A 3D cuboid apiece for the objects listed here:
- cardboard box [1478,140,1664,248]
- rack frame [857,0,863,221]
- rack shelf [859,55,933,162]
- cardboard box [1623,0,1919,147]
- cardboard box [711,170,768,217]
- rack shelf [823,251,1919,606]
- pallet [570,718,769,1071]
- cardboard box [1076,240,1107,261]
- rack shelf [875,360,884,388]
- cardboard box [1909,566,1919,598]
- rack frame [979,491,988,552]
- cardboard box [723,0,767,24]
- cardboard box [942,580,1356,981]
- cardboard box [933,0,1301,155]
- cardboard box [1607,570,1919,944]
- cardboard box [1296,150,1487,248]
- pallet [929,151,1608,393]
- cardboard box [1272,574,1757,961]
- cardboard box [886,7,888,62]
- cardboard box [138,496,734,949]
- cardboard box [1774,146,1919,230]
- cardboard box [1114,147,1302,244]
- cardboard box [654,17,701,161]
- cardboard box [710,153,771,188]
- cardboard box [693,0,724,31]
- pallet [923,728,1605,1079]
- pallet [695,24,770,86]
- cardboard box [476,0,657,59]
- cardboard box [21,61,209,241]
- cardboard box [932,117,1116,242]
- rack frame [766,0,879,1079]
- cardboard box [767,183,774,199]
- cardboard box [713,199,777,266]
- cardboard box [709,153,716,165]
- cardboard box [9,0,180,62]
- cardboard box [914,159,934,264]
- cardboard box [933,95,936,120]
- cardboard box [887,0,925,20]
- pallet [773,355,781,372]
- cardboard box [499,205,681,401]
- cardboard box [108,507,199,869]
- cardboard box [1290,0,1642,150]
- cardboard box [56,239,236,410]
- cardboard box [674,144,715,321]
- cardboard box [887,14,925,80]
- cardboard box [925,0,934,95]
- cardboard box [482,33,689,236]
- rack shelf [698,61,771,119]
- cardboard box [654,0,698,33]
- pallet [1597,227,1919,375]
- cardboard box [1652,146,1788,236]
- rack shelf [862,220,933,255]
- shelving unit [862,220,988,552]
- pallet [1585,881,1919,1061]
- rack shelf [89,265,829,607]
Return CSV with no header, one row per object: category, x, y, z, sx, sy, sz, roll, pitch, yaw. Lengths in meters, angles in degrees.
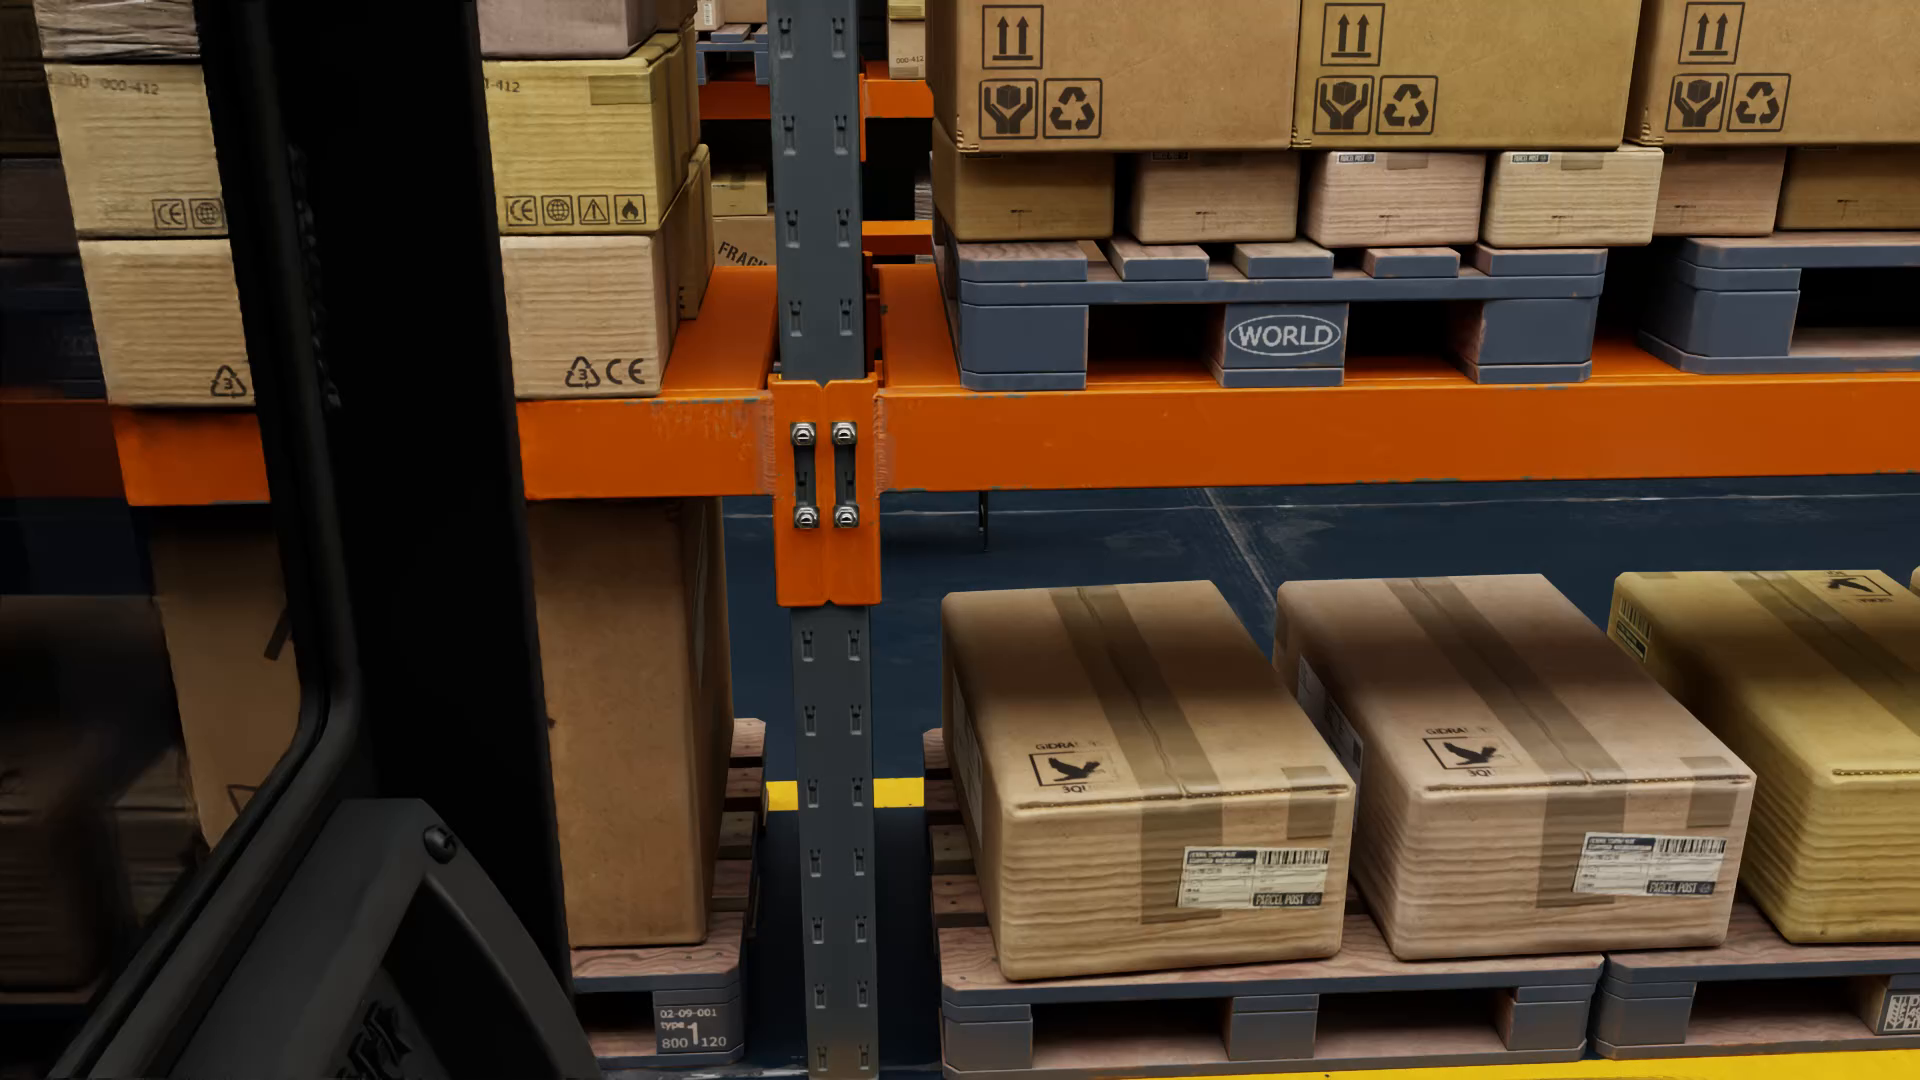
cardboard box,0.932,-0.586,2.707,0.250,0.149,0.380,-1,21,-3
rack frame,-0.525,-2.349,7.574,0.127,3.000,1.000,-1,21,-3
rack shelf,1.471,-2.053,7.809,4.000,0.370,1.077,-1,21,-3
cardboard box,1.274,-0.921,2.674,0.500,0.500,0.500,-1,21,-2
cardboard box,-1.004,-1.580,7.566,0.250,0.149,0.380,-2,21,-6
rack shelf,1.758,-0.290,3.178,4.000,0.370,1.077,-1,21,-3
pallet,-1.030,0.707,3.467,1.213,0.211,1.003,-1,21,-3
cardboard box,0.750,-1.459,7.984,0.625,0.625,0.875,0,21,-1
rack shelf,-0.165,-0.494,5.423,0.480,0.148,0.258,-1,21,-3
cardboard box,2.514,0.392,3.477,0.625,0.372,0.950,0,21,0
rack frame,0.078,-0.562,5.412,0.015,1.200,0.240,-1,21,-3
cardboard box,-1.048,-2.637,7.600,0.500,0.500,0.500,0,21,-1
cardboard box,0.326,0.438,3.357,0.625,0.372,0.950,-3,21,-7
cardboard box,0.224,-0.894,2.605,0.500,0.500,0.500,-2,21,-5
cardboard box,1.820,0.407,3.439,0.625,0.372,0.950,0,21,-1
cardboard box,0.657,-0.588,2.712,0.250,0.149,0.380,-3,21,-7
pallet,0.467,-0.548,3.114,1.003,0.211,1.213,-1,21,-3
cardboard box,1.062,0.421,3.403,0.625,0.372,0.950,-2,21,-4
cardboard box,-0.091,-2.378,7.863,0.500,0.250,0.500,-2,21,-4
cardboard box,-0.933,0.196,3.287,0.875,0.875,0.875,-1,21,-4
cardboard box,1.448,-0.638,2.845,0.250,0.149,0.380,0,21,-1
cardboard box,0.381,-0.599,2.740,0.250,0.149,0.380,-2,21,-6
cardboard box,-0.758,-0.826,3.084,0.500,0.250,0.500,-1,21,-3
cardboard box,-1.064,-1.780,8.092,0.250,0.149,0.380,0,21,0
cardboard box,-1.159,-2.278,7.151,0.250,0.149,0.380,-1,21,-2
pallet,0.542,0.702,3.479,1.213,0.211,1.003,-1,21,-3
pallet,-1.198,-2.220,7.506,1.003,0.211,1.213,-1,21,-3
cardboard box,-0.740,-0.996,2.476,0.500,0.500,0.500,-2,21,-5
cardboard box,-1.219,-0.637,2.587,0.500,0.250,0.500,-2,21,-4
cardboard box,0.097,-0.605,2.757,0.250,0.149,0.380,-2,21,-6
rack frame,-0.238,-0.585,2.943,0.127,3.000,1.000,-1,21,-3
cardboard box,-0.962,-1.468,8.183,0.500,0.500,0.500,0,21,-1
cardboard box,-0.935,-1.292,7.721,0.500,0.500,0.500,-1,21,-1
cardboard box,-1.331,-1.784,8.102,0.250,0.149,0.380,-1,21,-1
cardboard box,-1.251,-0.983,2.440,0.500,0.500,0.500,-1,21,-2
cardboard box,0.098,-1.443,7.942,0.625,0.625,0.875,-1,21,-1
cardboard box,0.075,-0.755,3.150,0.250,0.149,0.380,0,21,-1
cardboard box,-0.067,-2.425,7.284,0.500,0.250,0.500,-1,21,-3
pallet,-1.273,-1.044,8.066,1.213,0.211,1.003,-1,21,-3
cardboard box,-0.728,-0.413,2.700,0.500,0.250,0.500,-2,21,-5
cardboard box,-1.823,0.212,3.243,0.875,0.875,0.875,-1,21,-2
cardboard box,0.744,-0.907,2.640,0.500,0.500,0.500,0,21,0
cardboard box,-1.238,-0.397,2.658,0.500,0.250,0.500,-1,21,-2
cardboard box,-0.741,-0.595,3.178,0.500,0.250,0.500,-2,21,-4
cardboard box,-0.069,-2.201,7.396,0.500,0.250,0.500,-1,21,-3
cardboard box,0.200,-1.075,3.081,0.500,0.500,0.500,-2,21,-5
cardboard box,-0.707,-0.649,2.618,0.500,0.250,0.500,-1,21,-3
rack shelf,-2.522,-1.972,7.595,4.000,0.370,1.077,-1,21,-3
cardboard box,-0.745,-1.176,2.949,0.500,0.500,0.500,-2,21,-5
pallet,1.736,-0.551,3.121,1.213,0.211,1.003,-1,21,-3
cardboard box,1.169,-0.619,2.793,0.250,0.149,0.380,0,21,0
rack shelf,-0.165,-0.925,5.259,0.480,0.148,0.258,-1,21,-3
shelving unit,-0.165,-0.557,5.399,0.503,1.200,0.258,-1,21,-3
pallet,1.757,0.679,3.542,1.213,0.211,1.003,-1,21,-3
rack shelf,-2.235,-0.209,2.964,4.000,0.370,1.077,-1,21,-3
